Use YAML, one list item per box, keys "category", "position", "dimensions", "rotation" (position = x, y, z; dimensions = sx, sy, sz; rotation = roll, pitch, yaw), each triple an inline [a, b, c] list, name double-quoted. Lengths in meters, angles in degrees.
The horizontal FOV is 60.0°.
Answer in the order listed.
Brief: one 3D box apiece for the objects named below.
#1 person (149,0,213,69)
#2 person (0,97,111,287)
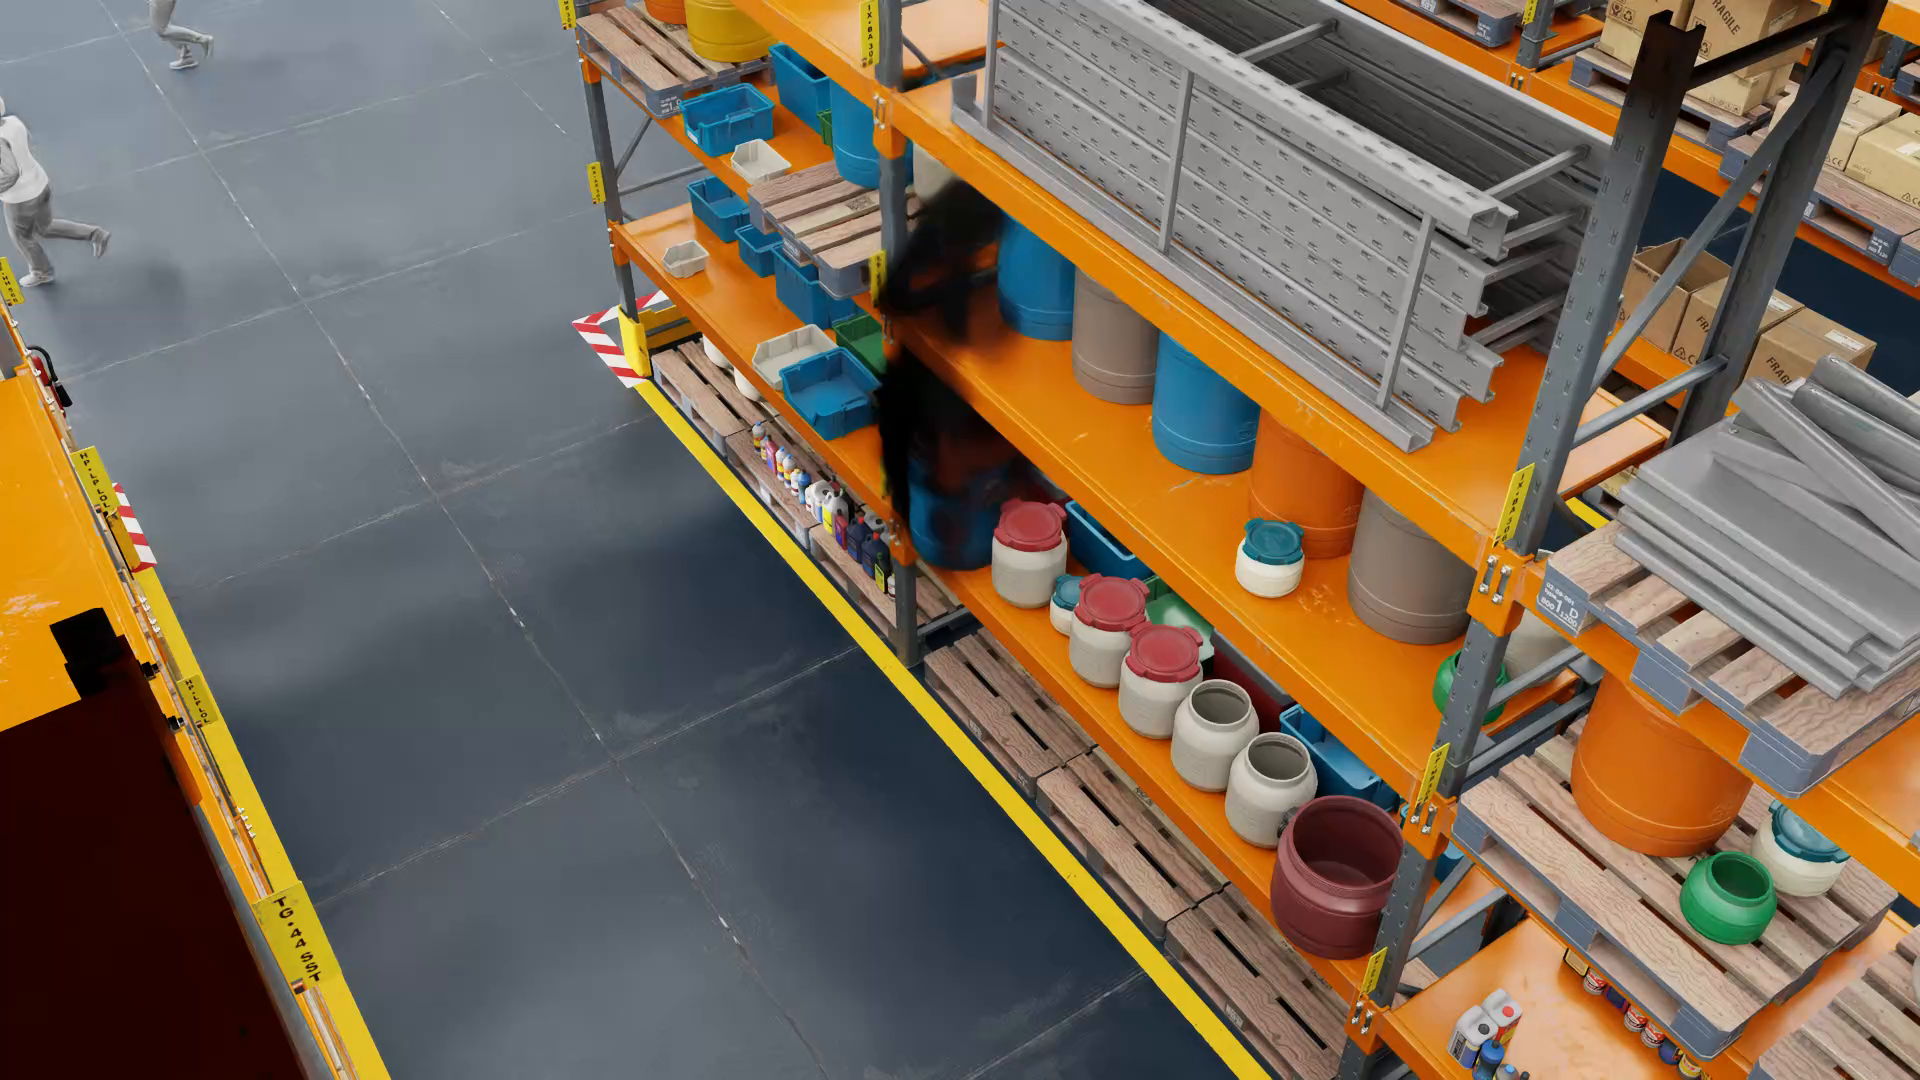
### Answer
- category: "person"
  position: [-7.836, -5.448, 16.469]
  dimensions: [0.571, 1.654, 0.652]
  rotation: [-8, 43, -9]
- category: "person"
  position: [-7.593, -2.851, 13.587]
  dimensions: [0.821, 1.769, 0.669]
  rotation: [-3, 43, -4]
